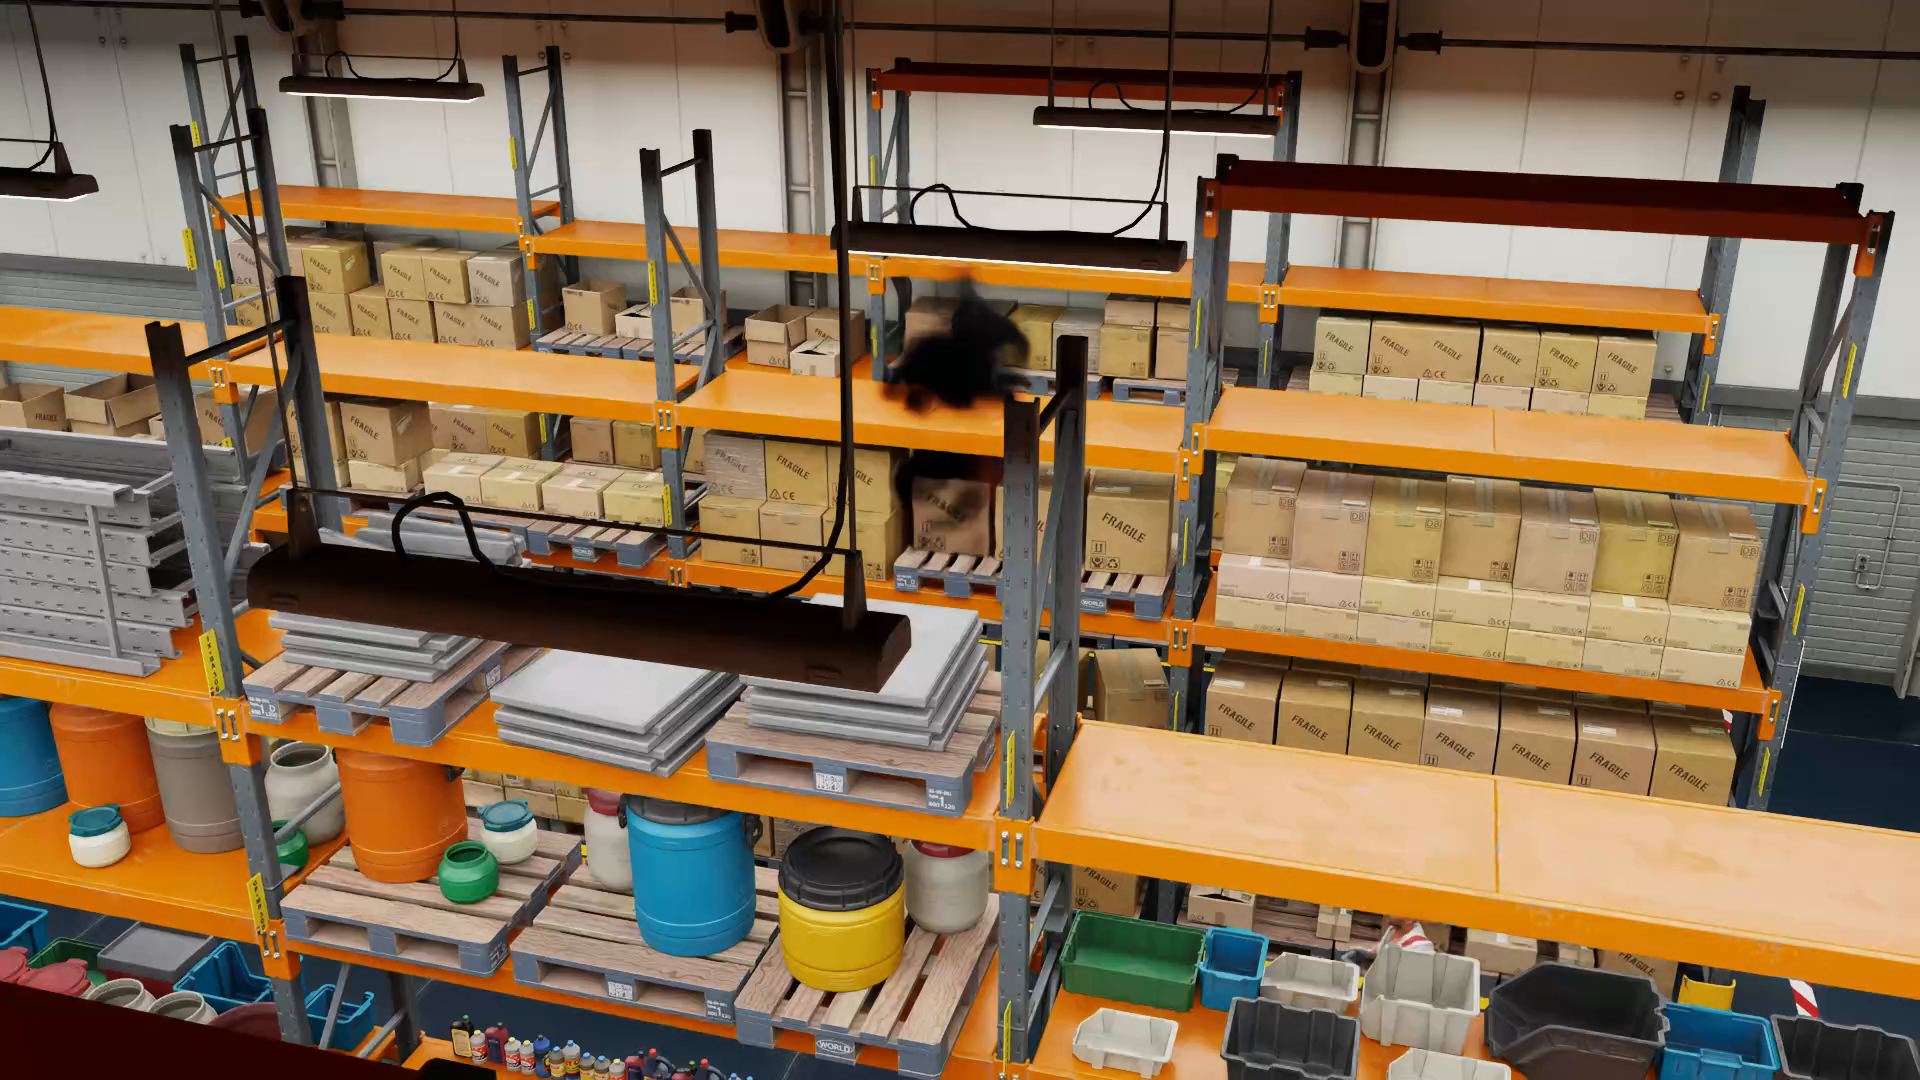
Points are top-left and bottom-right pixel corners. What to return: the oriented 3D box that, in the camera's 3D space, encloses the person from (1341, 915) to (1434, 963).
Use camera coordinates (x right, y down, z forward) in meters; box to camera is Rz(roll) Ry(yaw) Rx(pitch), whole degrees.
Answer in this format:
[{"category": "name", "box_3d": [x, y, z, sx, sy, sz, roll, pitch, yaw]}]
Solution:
[{"category": "person", "box_3d": [2.881, 3.089, 11.045, 0.725, 1.808, 0.640, 4, 23, 9]}]
